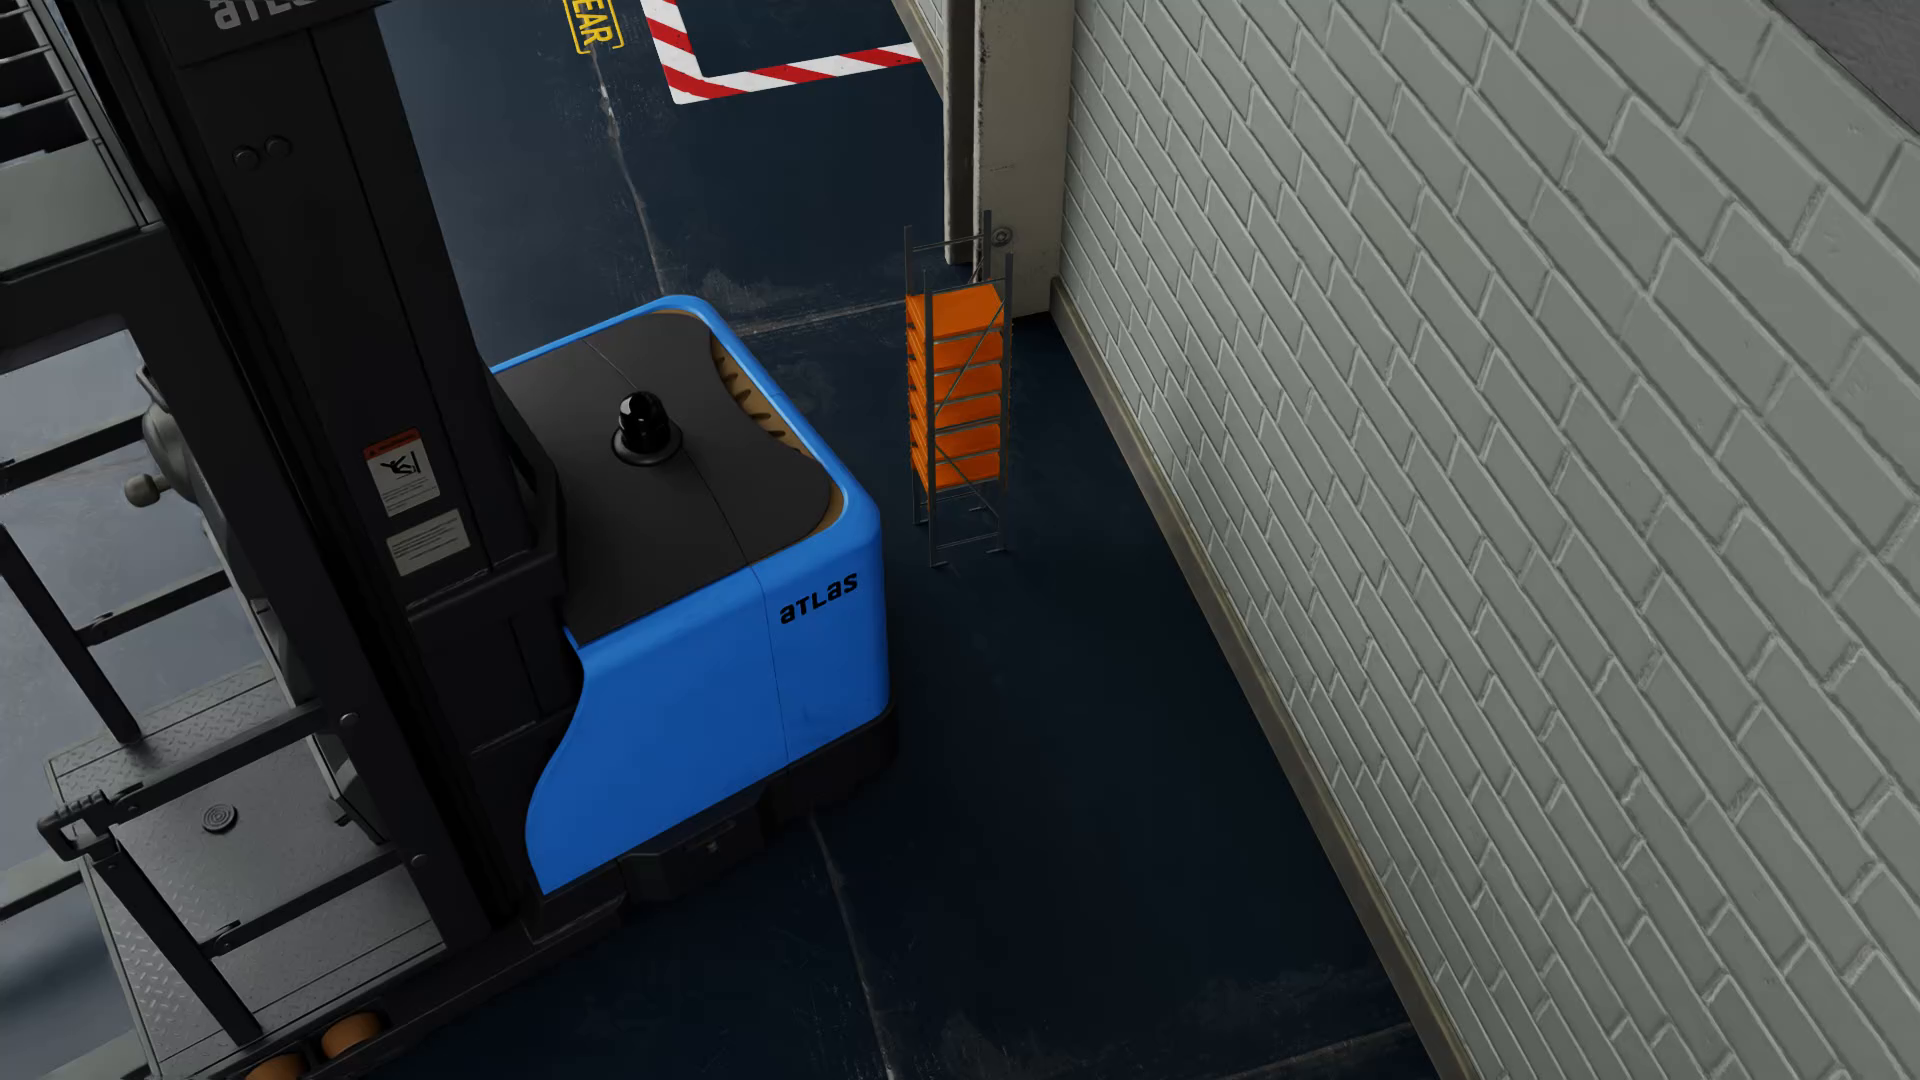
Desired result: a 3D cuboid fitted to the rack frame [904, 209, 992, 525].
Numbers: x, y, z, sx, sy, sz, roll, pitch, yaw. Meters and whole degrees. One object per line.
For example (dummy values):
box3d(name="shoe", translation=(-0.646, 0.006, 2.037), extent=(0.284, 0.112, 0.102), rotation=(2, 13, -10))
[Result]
box3d(name="rack frame", translation=(-0.031, -0.464, 4.857), extent=(0.240, 1.200, 0.006), rotation=(-13, 51, -11))

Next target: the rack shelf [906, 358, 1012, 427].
box3d(name="rack shelf", translation=(-0.004, -0.446, 4.742), extent=(0.258, 0.103, 0.180), rotation=(-13, 51, -11))

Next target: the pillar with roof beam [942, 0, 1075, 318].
box3d(name="pillar with roof beam", translation=(-3.964, -2.867, 1.781), extent=(9.100, 9.000, 0.400), rotation=(-13, 51, -11))

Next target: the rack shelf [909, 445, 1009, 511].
box3d(name="rack shelf", translation=(-0.004, -0.214, 5.018), extent=(0.258, 0.103, 0.180), rotation=(-13, 51, -11))

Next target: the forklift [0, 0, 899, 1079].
box3d(name="forklift", translation=(-1.686, -0.003, 3.336), extent=(3.031, 2.935, 1.130), rotation=(-27, 55, -21))

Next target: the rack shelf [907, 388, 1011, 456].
box3d(name="rack shelf", translation=(-0.004, -0.369, 4.834), extent=(0.258, 0.103, 0.180), rotation=(-13, 51, -11))

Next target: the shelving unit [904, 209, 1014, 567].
box3d(name="shelving unit", translation=(-0.004, -0.397, 4.800), extent=(0.258, 1.200, 0.189), rotation=(-13, 51, -11))

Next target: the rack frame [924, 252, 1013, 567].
box3d(name="rack frame", translation=(0.023, -0.330, 4.744), extent=(0.240, 1.200, 0.006), rotation=(-13, 51, -11))

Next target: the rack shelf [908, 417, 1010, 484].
box3d(name="rack shelf", translation=(-0.004, -0.291, 4.926), extent=(0.258, 0.103, 0.180), rotation=(-13, 51, -11))

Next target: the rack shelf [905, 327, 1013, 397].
box3d(name="rack shelf", translation=(-0.004, -0.523, 4.651), extent=(0.258, 0.103, 0.180), rotation=(-13, 51, -11))

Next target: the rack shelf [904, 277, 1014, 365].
box3d(name="rack shelf", translation=(-0.004, -0.601, 4.559), extent=(0.258, 0.103, 0.180), rotation=(-13, 51, -11))
